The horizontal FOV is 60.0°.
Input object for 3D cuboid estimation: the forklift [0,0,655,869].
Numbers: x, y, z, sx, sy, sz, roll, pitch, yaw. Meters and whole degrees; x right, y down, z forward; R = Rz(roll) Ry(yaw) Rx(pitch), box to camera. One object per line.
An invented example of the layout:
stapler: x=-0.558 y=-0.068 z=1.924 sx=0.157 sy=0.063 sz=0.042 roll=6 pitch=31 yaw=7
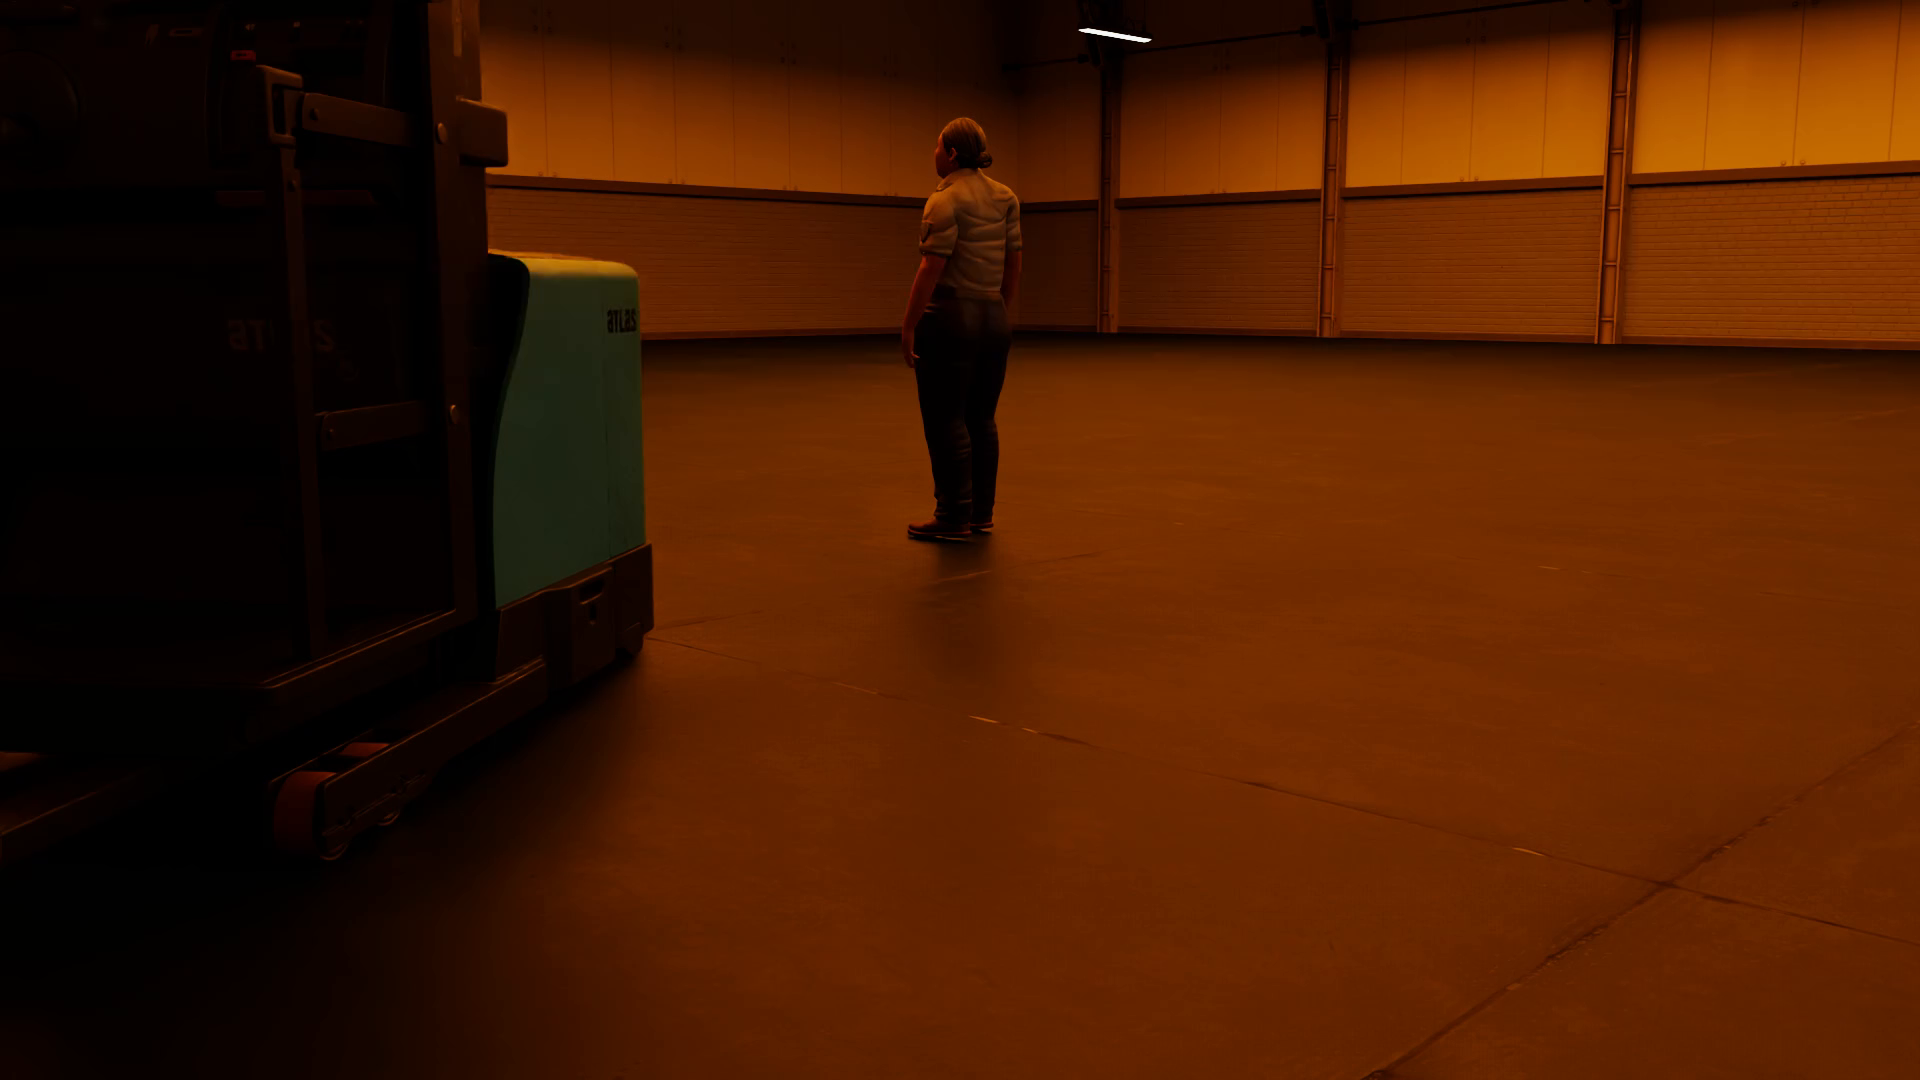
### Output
forklift: x=-1.587 y=-0.936 z=3.088 sx=1.130 sy=2.935 sz=3.031 roll=1 pitch=9 yaw=9

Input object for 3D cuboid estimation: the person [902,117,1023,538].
person: x=-0.049 y=-0.830 z=6.673 sx=0.502 sy=1.643 sz=0.598 roll=8 pitch=12 yaw=43
